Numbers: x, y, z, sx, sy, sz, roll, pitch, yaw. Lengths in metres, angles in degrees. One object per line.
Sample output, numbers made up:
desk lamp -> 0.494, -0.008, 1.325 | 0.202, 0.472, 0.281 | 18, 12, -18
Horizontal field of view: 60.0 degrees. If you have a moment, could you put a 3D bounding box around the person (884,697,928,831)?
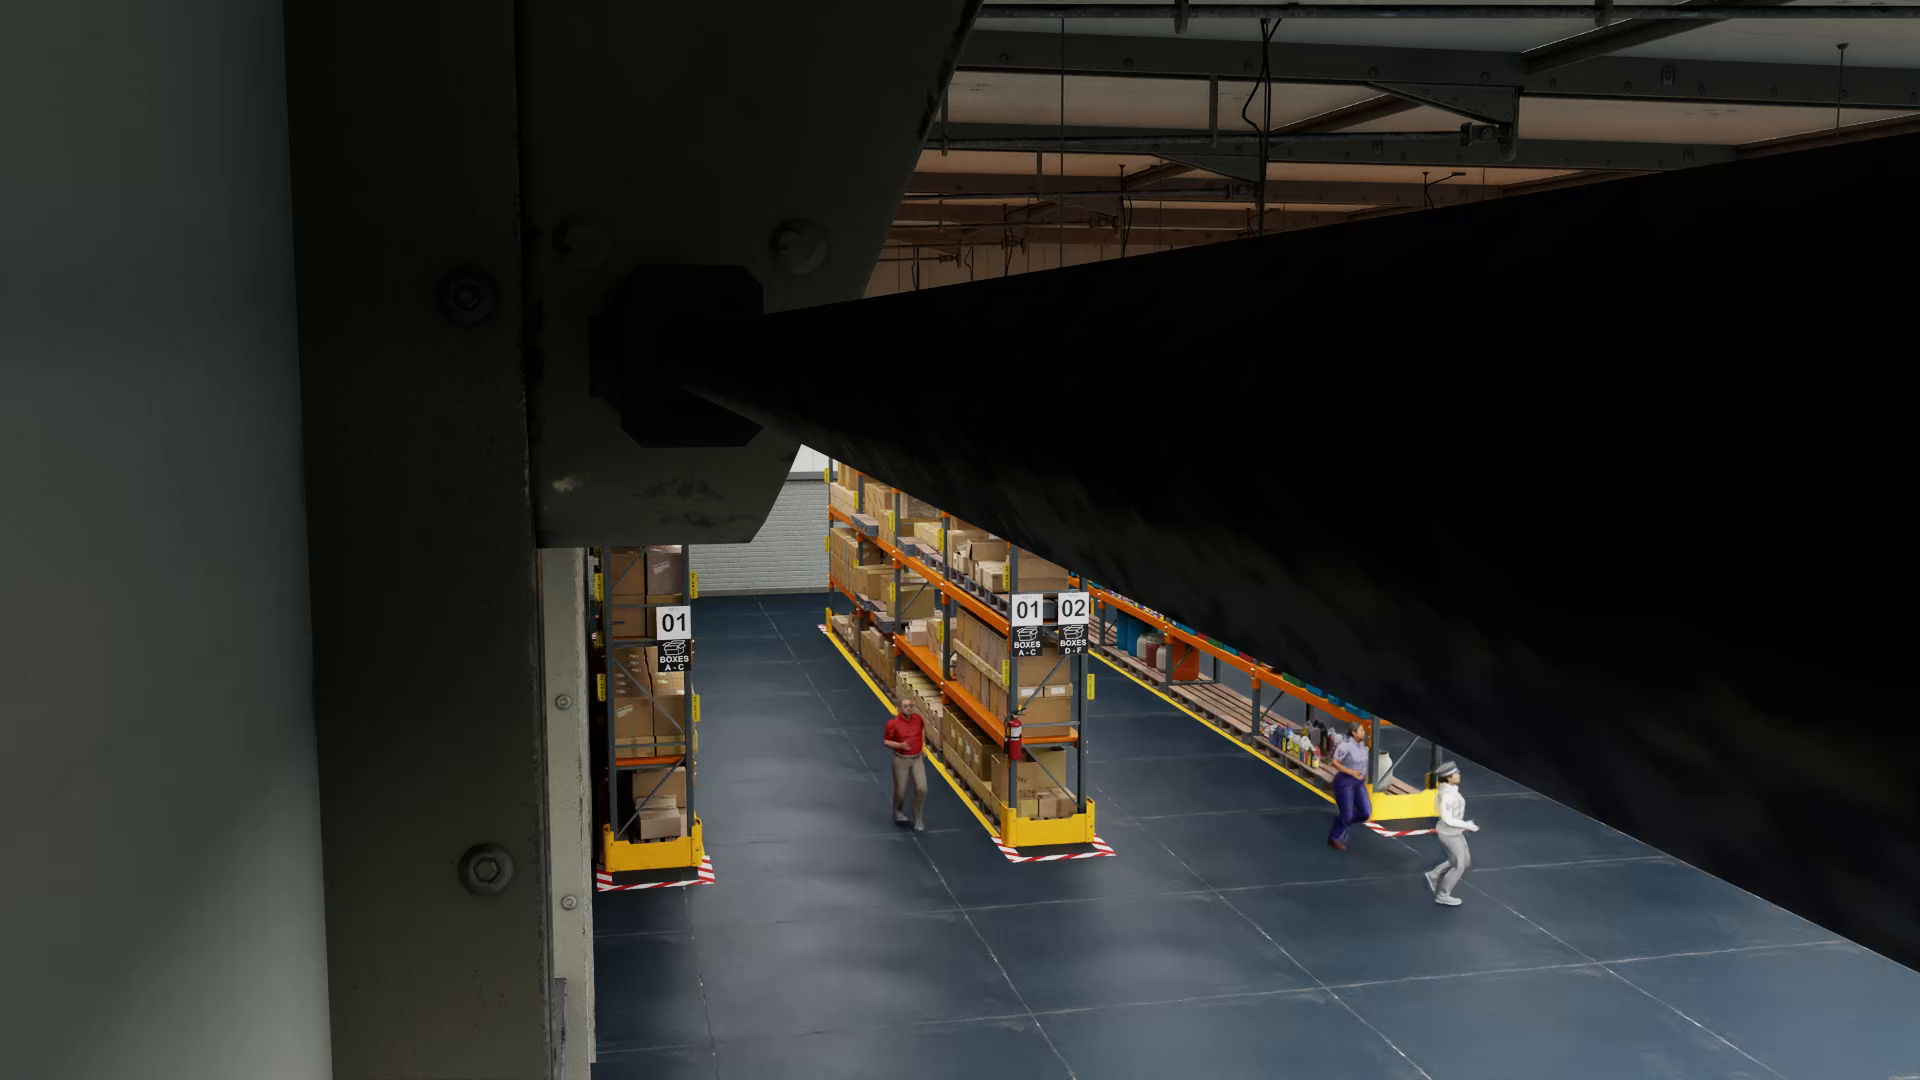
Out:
person -> -0.685, 2.929, 21.670 | 0.638, 1.786, 0.767 | -2, 7, -20

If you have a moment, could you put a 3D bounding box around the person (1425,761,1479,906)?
person -> 5.553, 3.293, 18.721 | 0.541, 1.650, 0.609 | 2, 7, 16

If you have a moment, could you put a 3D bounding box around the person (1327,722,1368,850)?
person -> 4.954, 3.075, 20.948 | 0.608, 1.577, 0.520 | -5, 8, -37
